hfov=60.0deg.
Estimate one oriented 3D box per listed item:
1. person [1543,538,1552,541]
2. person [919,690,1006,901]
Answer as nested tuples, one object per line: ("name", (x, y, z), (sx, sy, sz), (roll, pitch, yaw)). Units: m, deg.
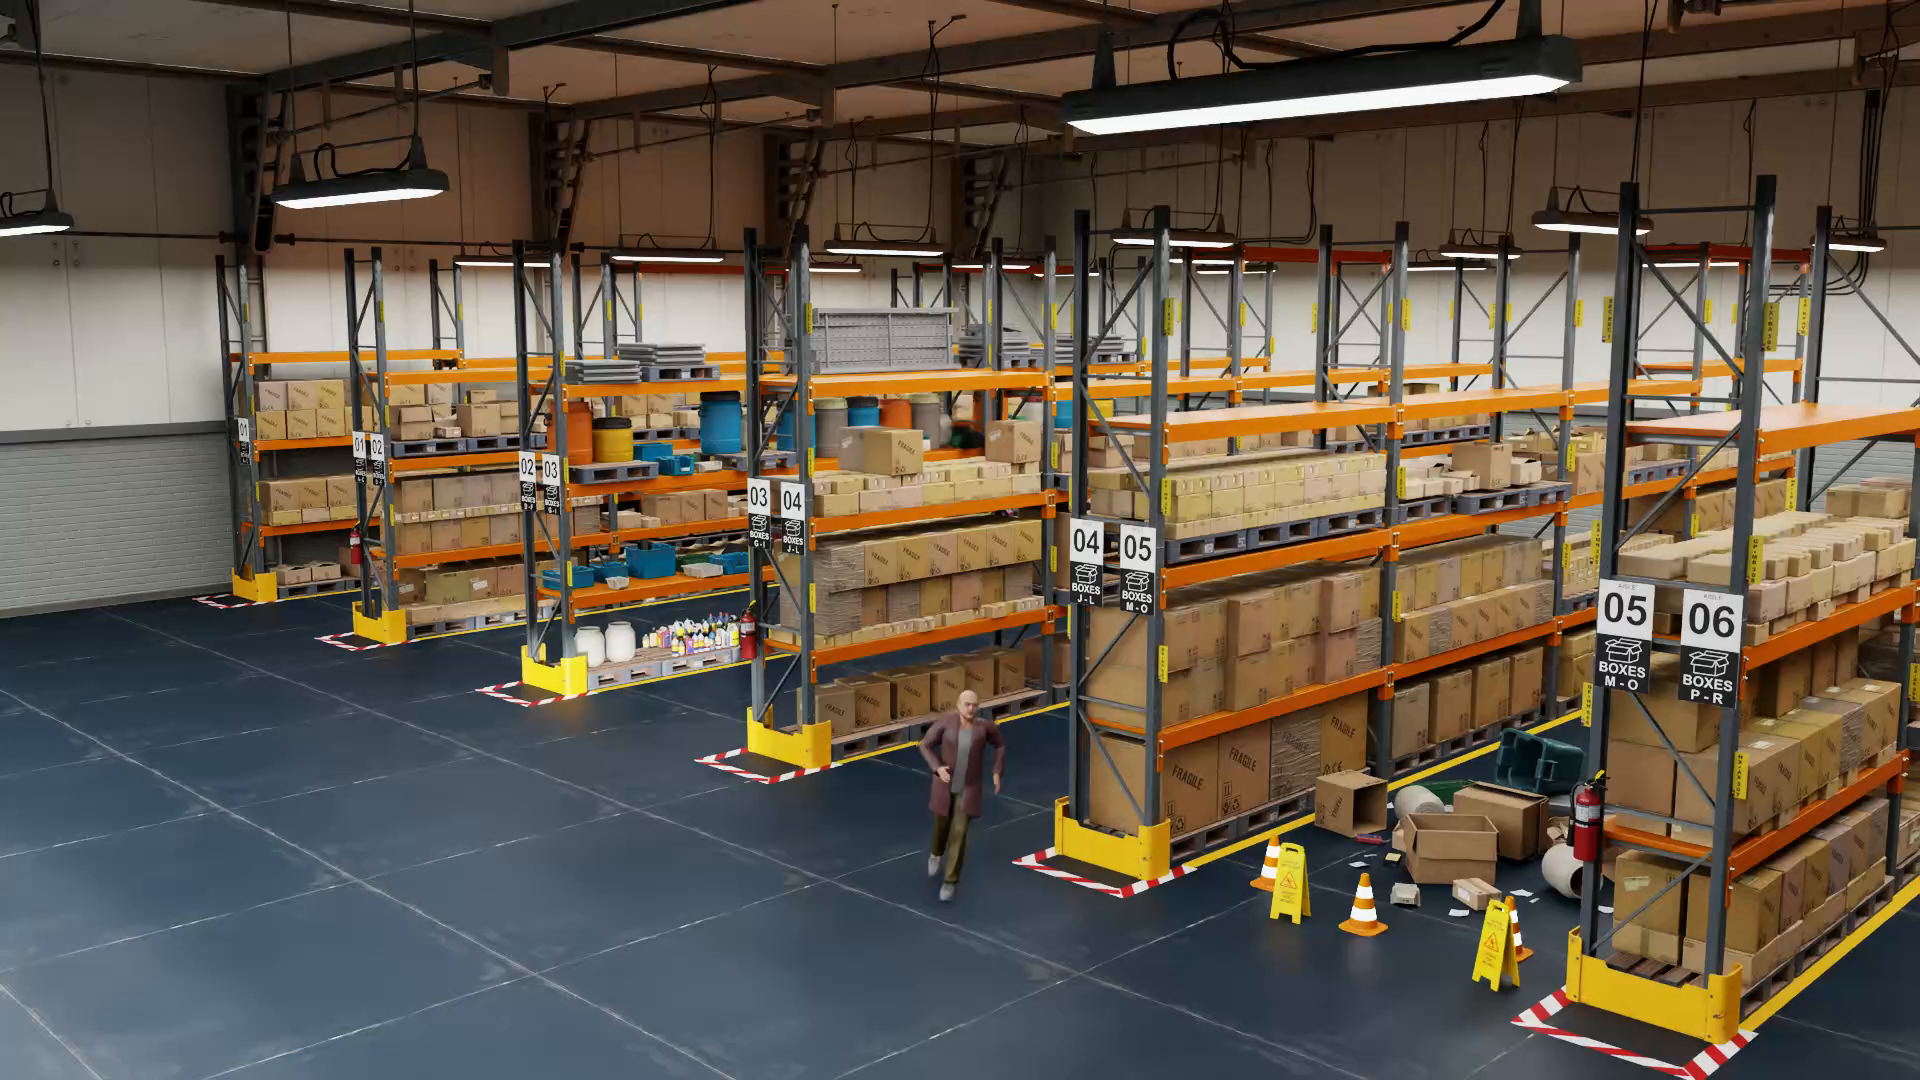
("person", (8.877, 0.792, 25.110), (0.633, 1.669, 0.522), (6, 10, 38))
("person", (0.022, 2.199, 14.715), (0.773, 1.763, 0.993), (0, 8, 2))
